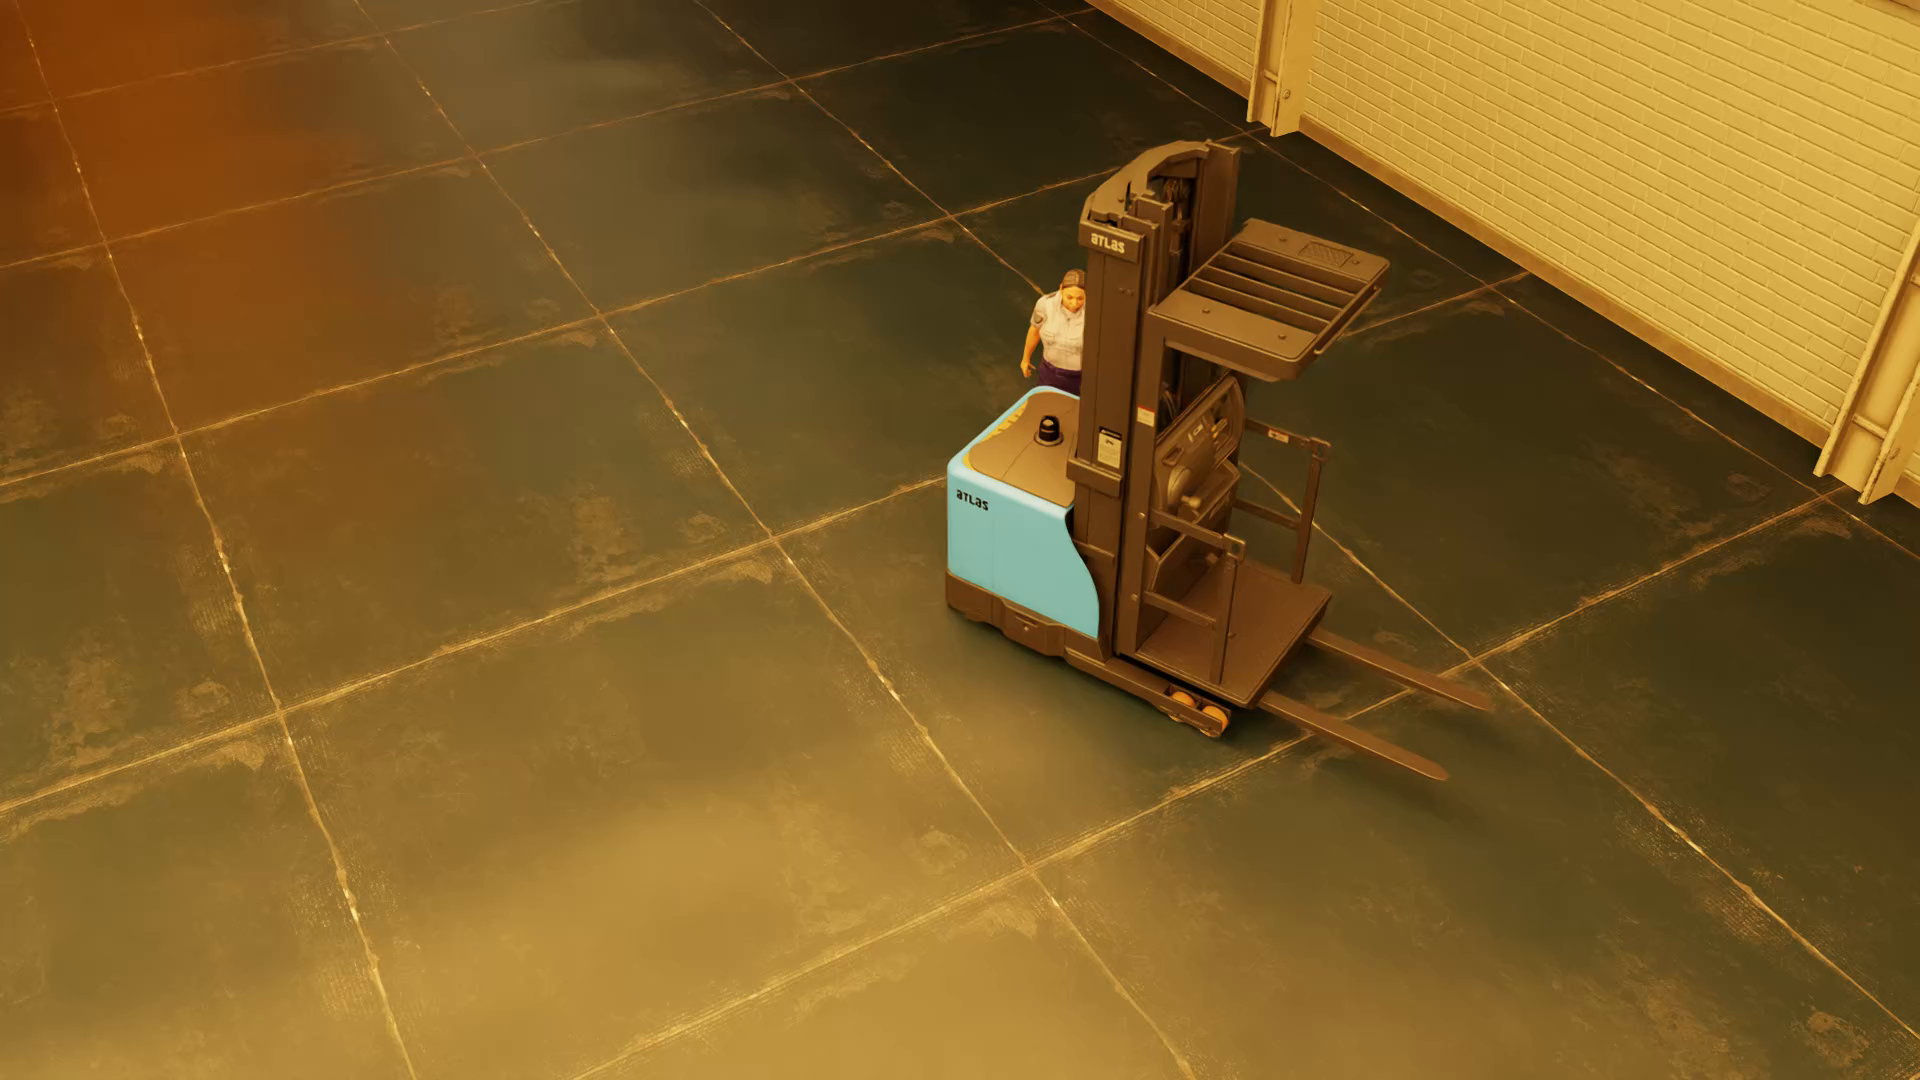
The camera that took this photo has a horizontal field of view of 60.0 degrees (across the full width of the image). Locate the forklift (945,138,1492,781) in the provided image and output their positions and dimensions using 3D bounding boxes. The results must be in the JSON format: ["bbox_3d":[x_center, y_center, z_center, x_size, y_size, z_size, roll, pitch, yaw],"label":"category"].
[{"bbox_3d":[1.418,-0.447,8.575,3.031,2.935,1.130,24,45,26],"label":"forklift"}]

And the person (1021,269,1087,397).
[{"bbox_3d":[0.728,-0.986,10.260,0.805,1.624,0.374,15,42,17],"label":"person"}]
